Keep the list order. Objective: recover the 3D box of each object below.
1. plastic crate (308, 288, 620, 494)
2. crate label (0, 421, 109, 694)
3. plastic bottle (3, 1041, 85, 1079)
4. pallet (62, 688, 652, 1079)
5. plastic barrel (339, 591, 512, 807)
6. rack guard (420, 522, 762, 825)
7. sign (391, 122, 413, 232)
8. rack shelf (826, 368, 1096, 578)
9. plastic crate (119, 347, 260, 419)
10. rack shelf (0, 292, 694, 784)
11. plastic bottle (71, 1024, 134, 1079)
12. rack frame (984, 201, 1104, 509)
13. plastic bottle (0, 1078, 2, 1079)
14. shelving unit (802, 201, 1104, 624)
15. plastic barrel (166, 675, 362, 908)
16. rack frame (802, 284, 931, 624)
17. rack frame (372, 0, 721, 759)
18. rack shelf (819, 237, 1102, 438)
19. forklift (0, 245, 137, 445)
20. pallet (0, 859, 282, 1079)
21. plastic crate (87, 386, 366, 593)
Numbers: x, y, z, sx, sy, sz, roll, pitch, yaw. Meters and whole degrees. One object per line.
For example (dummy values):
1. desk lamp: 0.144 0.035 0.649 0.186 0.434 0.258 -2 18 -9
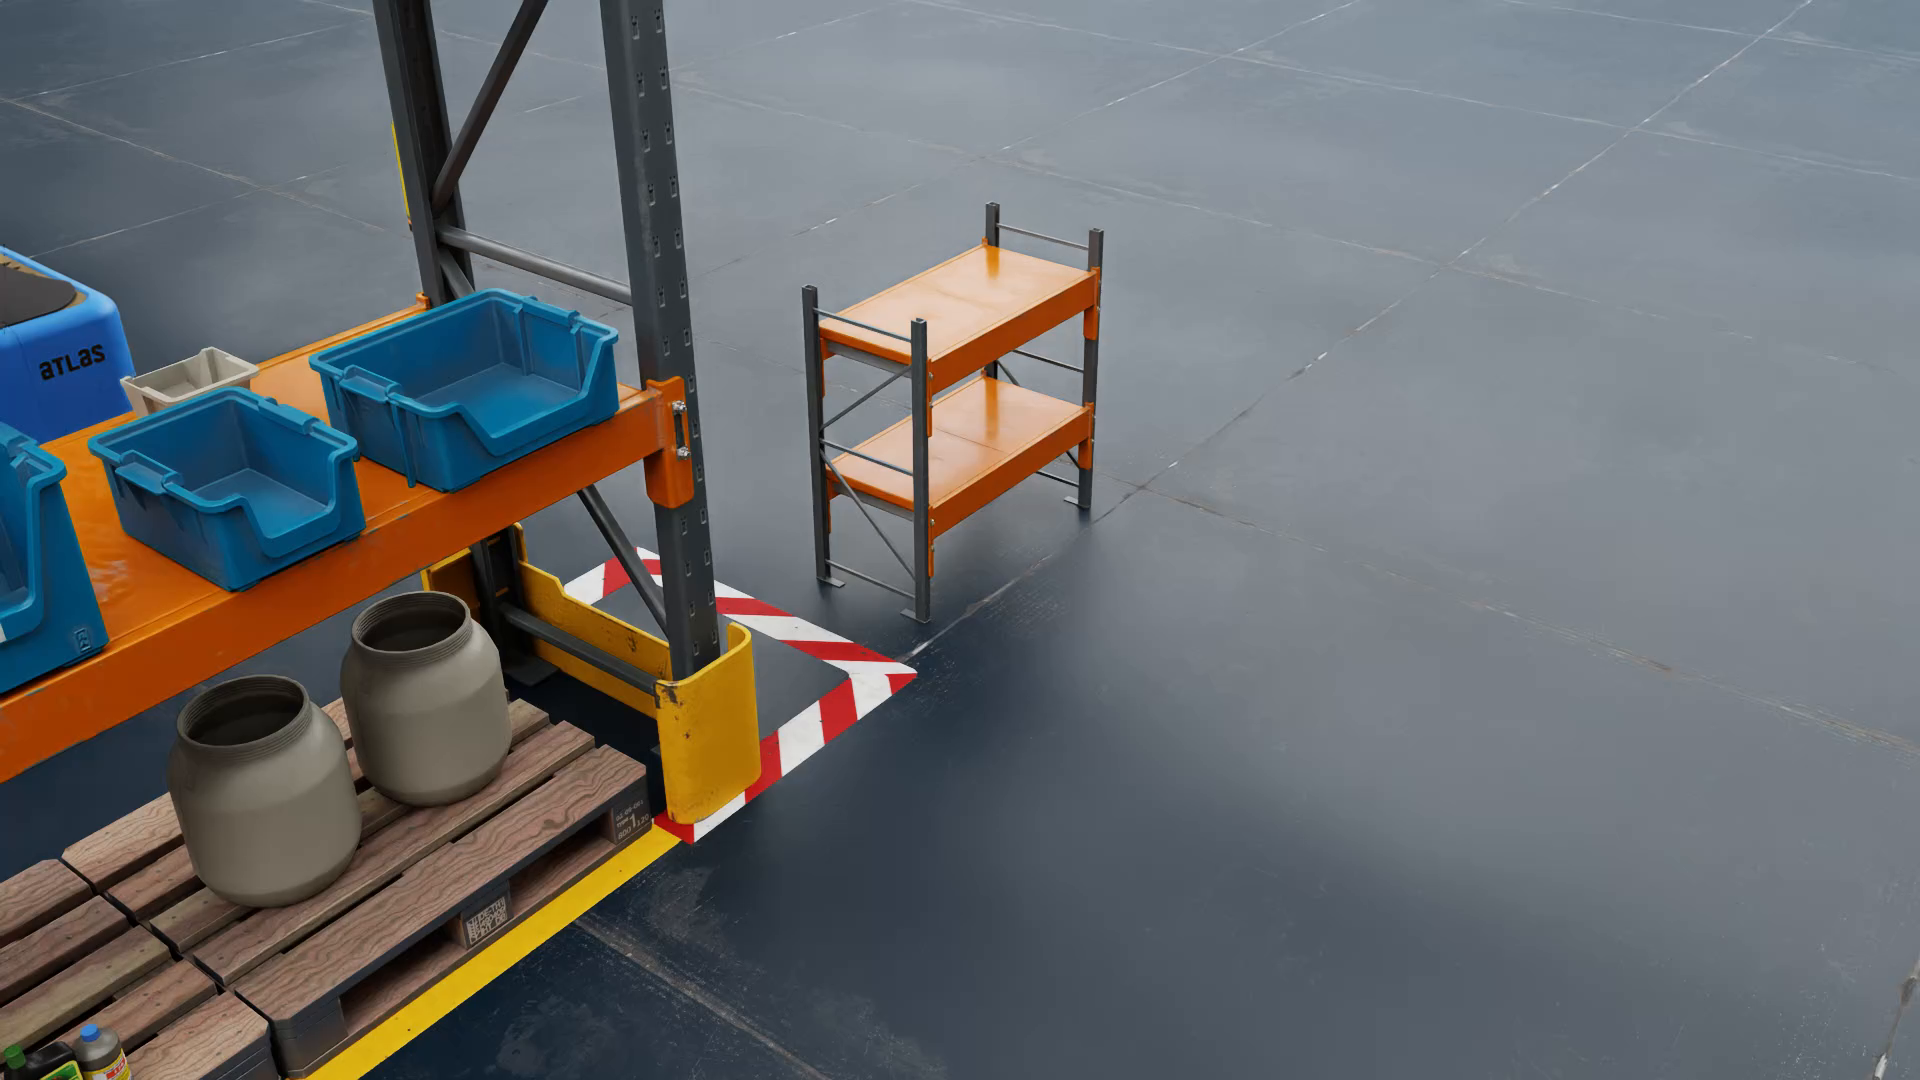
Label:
1. plastic crate: -1.202 -0.382 4.099 0.499 0.251 0.616 21 37 31
2. crate label: -2.034 0.074 3.148 0.502 0.435 0.616 21 37 31
3. plastic bottle: -1.954 1.172 3.563 0.061 0.283 0.133 22 37 32
4. pallet: -1.641 0.832 4.640 1.003 0.211 1.213 21 37 31
5. plastic barrel: -1.475 0.439 4.596 0.421 0.512 0.421 0 31 0
6. rack guard: -1.147 0.379 5.120 1.175 0.500 0.348 21 37 31
7. sign: -1.574 -1.032 4.778 0.100 0.325 0.005 21 37 31
8. rack shelf: -0.004 -0.271 6.083 0.538 0.278 1.000 21 37 31
9. plastic crate: -1.935 -0.364 4.180 0.298 0.136 0.250 21 37 31
10. rack shelf: -2.346 0.381 3.371 1.077 0.370 4.000 21 37 31
11. plastic bottle: -1.898 1.154 3.674 0.097 0.201 0.097 0 31 0
12. rack frame: 0.303 -0.688 6.307 0.500 1.125 0.032 21 37 31
13. plastic bottle: -2.072 1.216 3.496 0.152 0.276 0.135 21 37 32
14. shelving unit: -0.004 -0.481 5.959 0.538 1.125 1.048 21 37 31
15. plastic barrel: -1.777 0.642 4.252 0.421 0.512 0.421 0 31 0
16. rack frame: -0.311 -0.275 5.610 0.500 1.125 0.032 21 37 31
17. rack frame: -1.138 -0.742 4.560 1.000 3.000 0.127 21 37 31
18. rack shelf: -0.004 -0.733 5.809 0.538 0.278 1.000 21 37 31
19. forklift: -4.098 -0.704 4.563 1.130 2.935 3.031 22 37 33
20. pallet: -2.378 1.325 3.807 1.003 0.211 1.213 21 37 31
21. plastic crate: -1.599 -0.120 3.657 0.499 0.251 0.408 21 37 31
